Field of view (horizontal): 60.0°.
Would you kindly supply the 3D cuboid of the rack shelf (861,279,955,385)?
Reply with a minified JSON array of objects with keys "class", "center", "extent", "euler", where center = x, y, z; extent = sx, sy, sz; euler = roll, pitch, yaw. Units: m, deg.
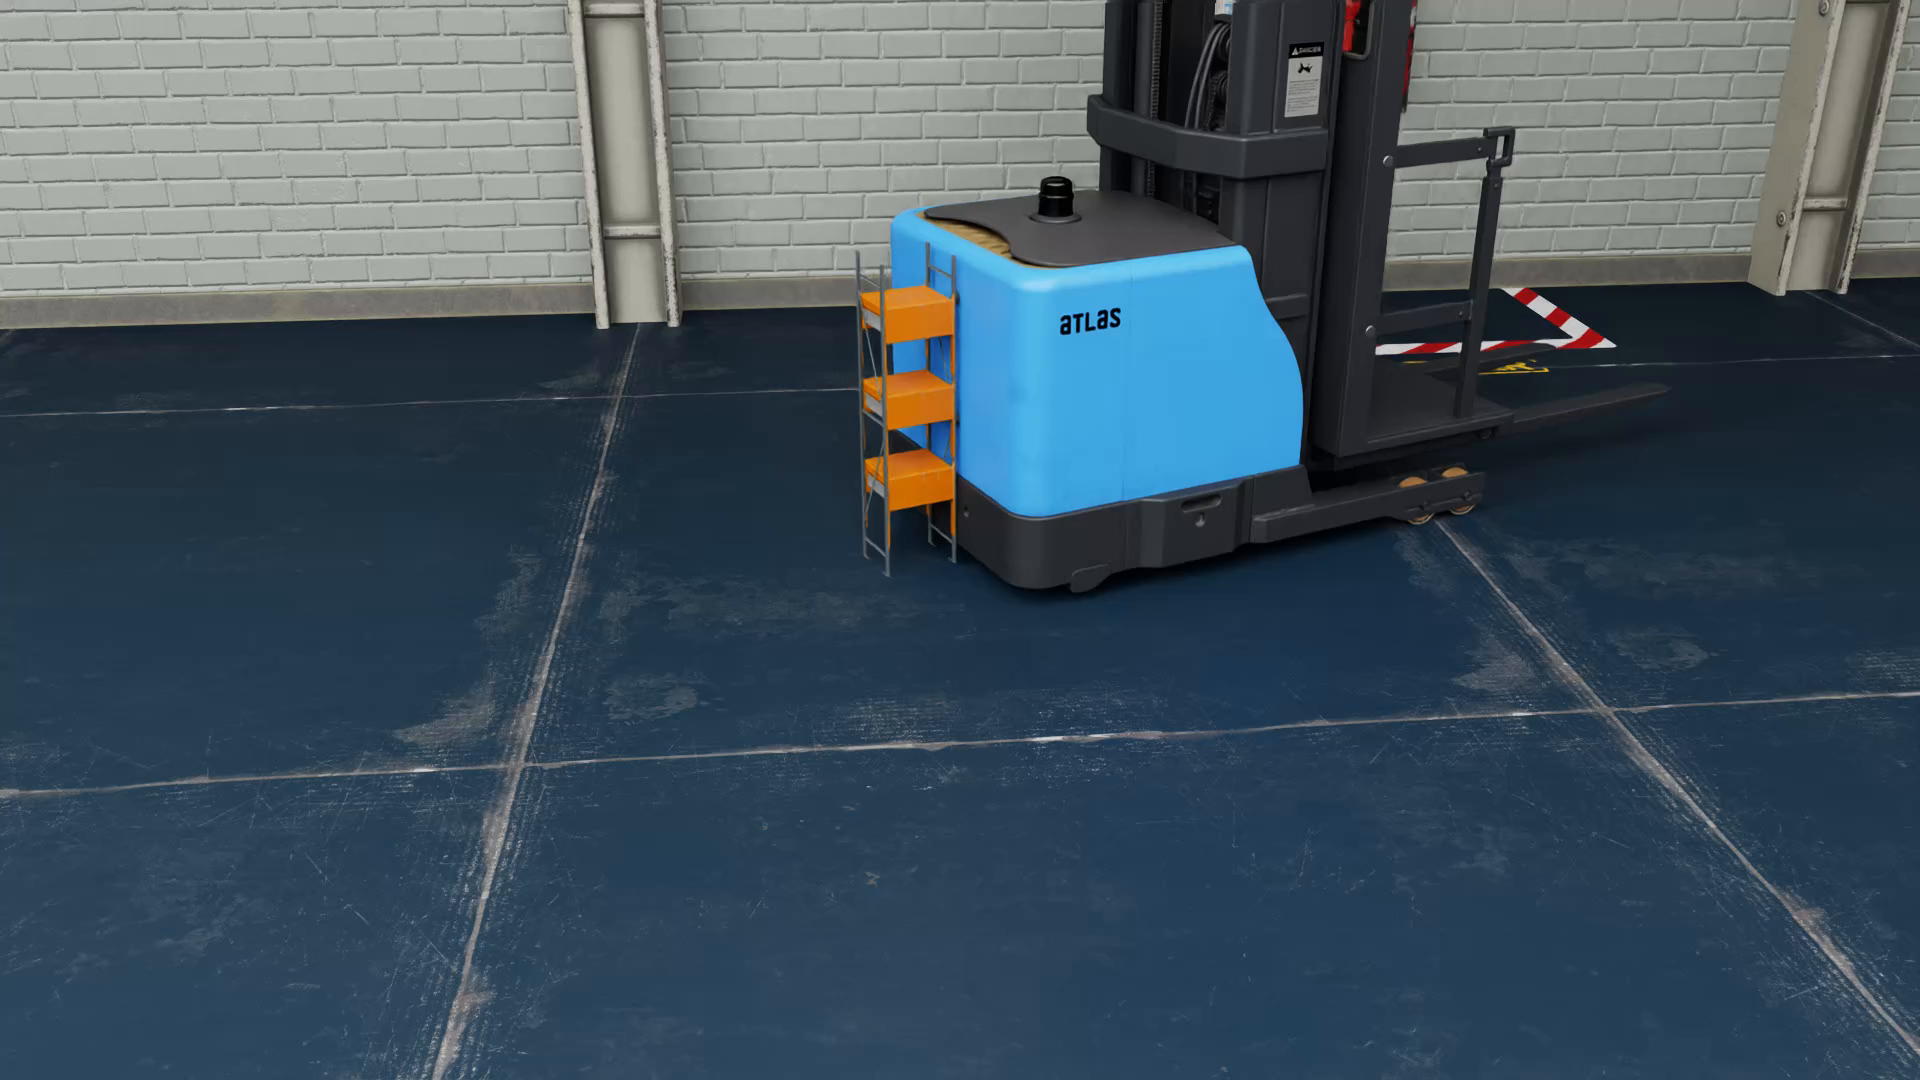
[{"class":"rack shelf","center":[-0.170,-0.662,5.275],"extent":[0.240,0.259,0.215],"euler":[-12,27,-24]}]

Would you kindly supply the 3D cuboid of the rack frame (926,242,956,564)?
[{"class":"rack frame","center":[-0.062,-0.435,5.437],"extent":[0.008,1.050,0.200],"euler":[-12,27,-24]}]

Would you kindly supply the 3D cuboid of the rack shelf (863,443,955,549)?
[{"class":"rack shelf","center":[-0.170,-0.149,5.503],"extent":[0.240,0.259,0.215],"euler":[-12,27,-24]}]

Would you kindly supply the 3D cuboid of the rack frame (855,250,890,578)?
[{"class":"rack frame","center":[-0.279,-0.390,5.336],"extent":[0.008,1.050,0.200],"euler":[-12,27,-24]}]

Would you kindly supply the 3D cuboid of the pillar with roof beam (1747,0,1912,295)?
[{"class":"pillar with roof beam","center":[4.818,-3.706,3.008],"extent":[0.400,9.000,9.100],"euler":[-2,24,-5]}]

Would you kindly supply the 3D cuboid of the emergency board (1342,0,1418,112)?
[{"class":"emergency board","center":[1.932,-2.621,7.954],"extent":[0.643,1.169,0.194],"euler":[-2,24,-5]}]

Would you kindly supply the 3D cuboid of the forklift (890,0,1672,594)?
[{"class":"forklift","center":[1.303,-1.572,5.678],"extent":[3.031,2.935,1.130],"euler":[-12,27,-24]}]

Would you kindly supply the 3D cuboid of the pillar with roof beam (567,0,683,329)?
[{"class":"pillar with roof beam","center":[-1.153,-3.466,2.469],"extent":[0.400,9.000,9.100],"euler":[-2,24,-5]}]

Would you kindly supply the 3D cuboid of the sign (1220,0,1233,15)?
[{"class":"sign","center":[1.371,-2.657,7.991],"extent":[0.234,0.329,0.001],"euler":[-2,24,-5]}]

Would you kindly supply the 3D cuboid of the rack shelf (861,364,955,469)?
[{"class":"rack shelf","center":[-0.170,-0.403,5.390],"extent":[0.240,0.259,0.215],"euler":[-12,27,-24]}]

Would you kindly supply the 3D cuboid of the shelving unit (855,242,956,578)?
[{"class":"shelving unit","center":[-0.170,-0.413,5.386],"extent":[0.252,1.050,0.215],"euler":[-12,27,-24]}]
